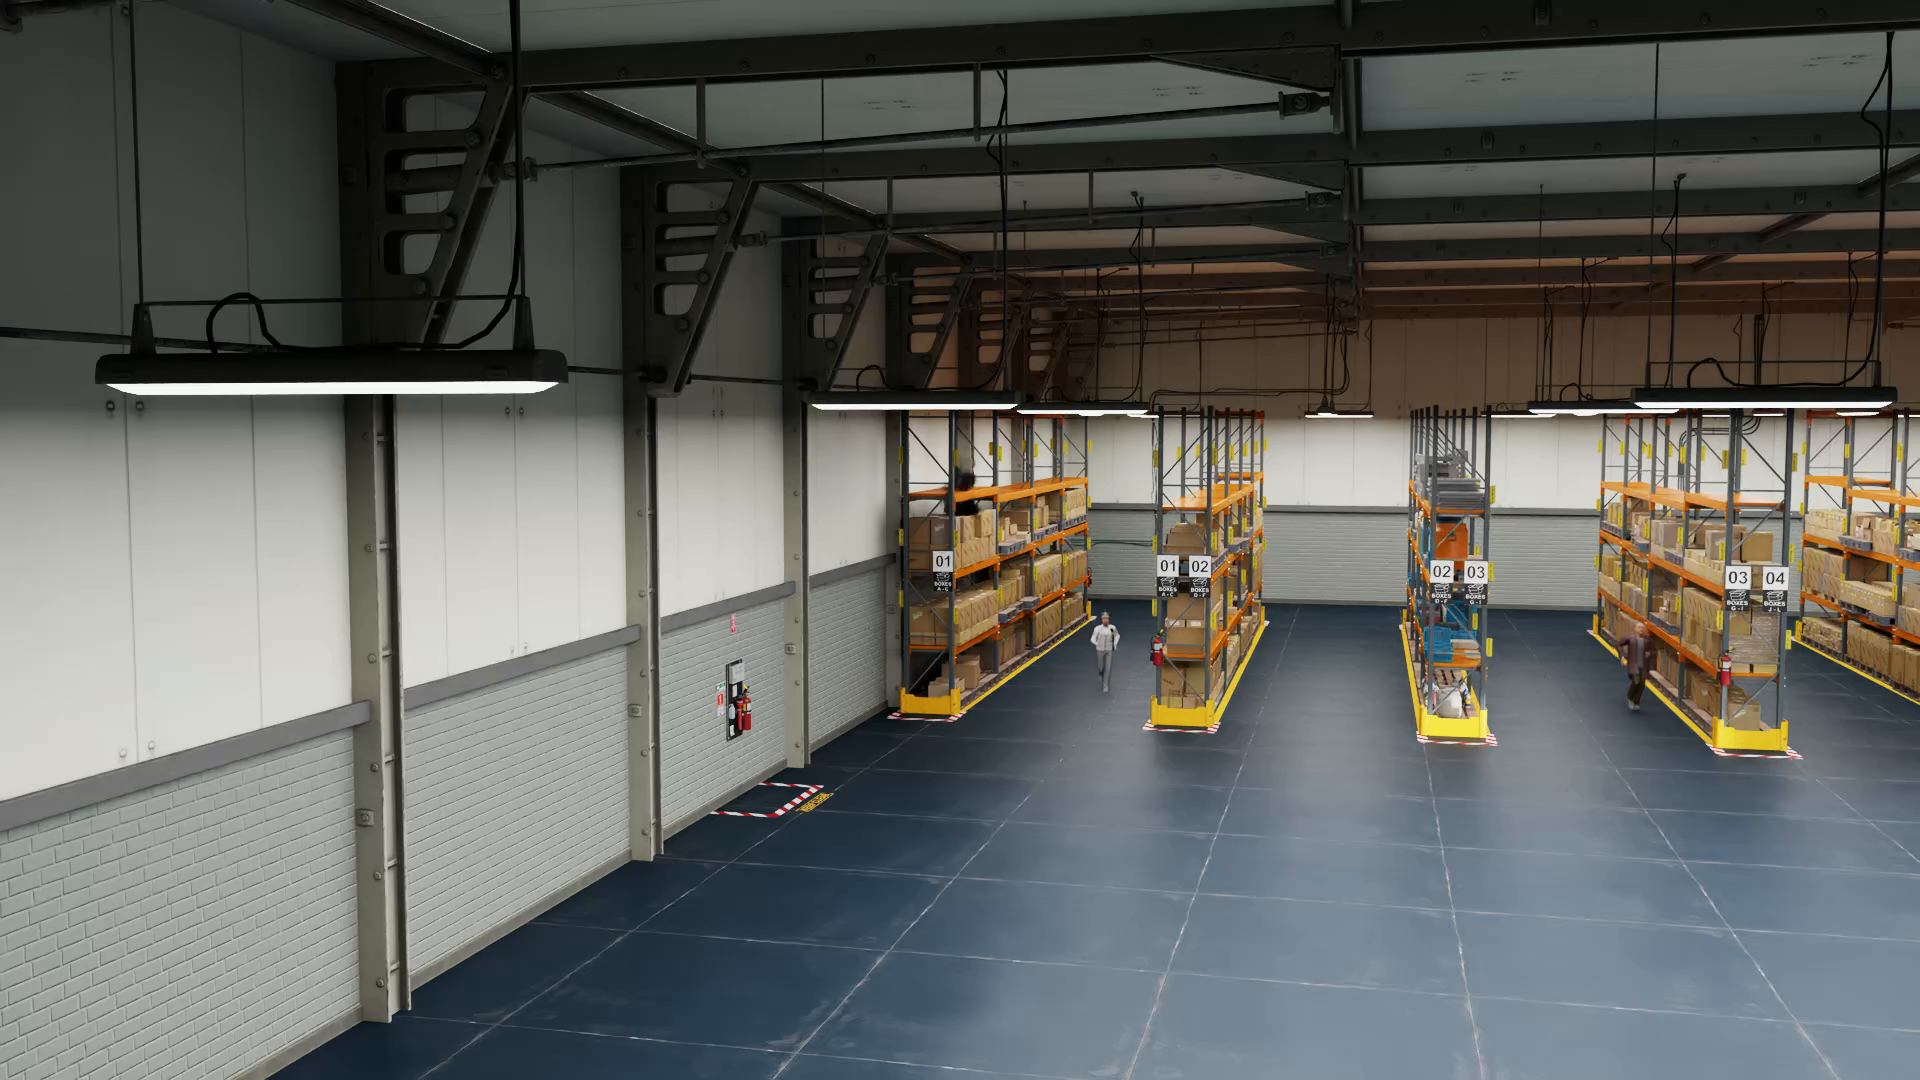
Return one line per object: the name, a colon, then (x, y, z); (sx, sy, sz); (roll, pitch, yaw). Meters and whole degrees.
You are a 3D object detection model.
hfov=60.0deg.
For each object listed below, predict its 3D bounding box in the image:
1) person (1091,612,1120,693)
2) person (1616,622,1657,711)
person: (3.084, 2.352, 35.199); (0.618, 1.663, 0.890); (0, 4, 1)
person: (13.336, 2.490, 32.690); (0.697, 1.746, 0.676); (0, 4, 3)
